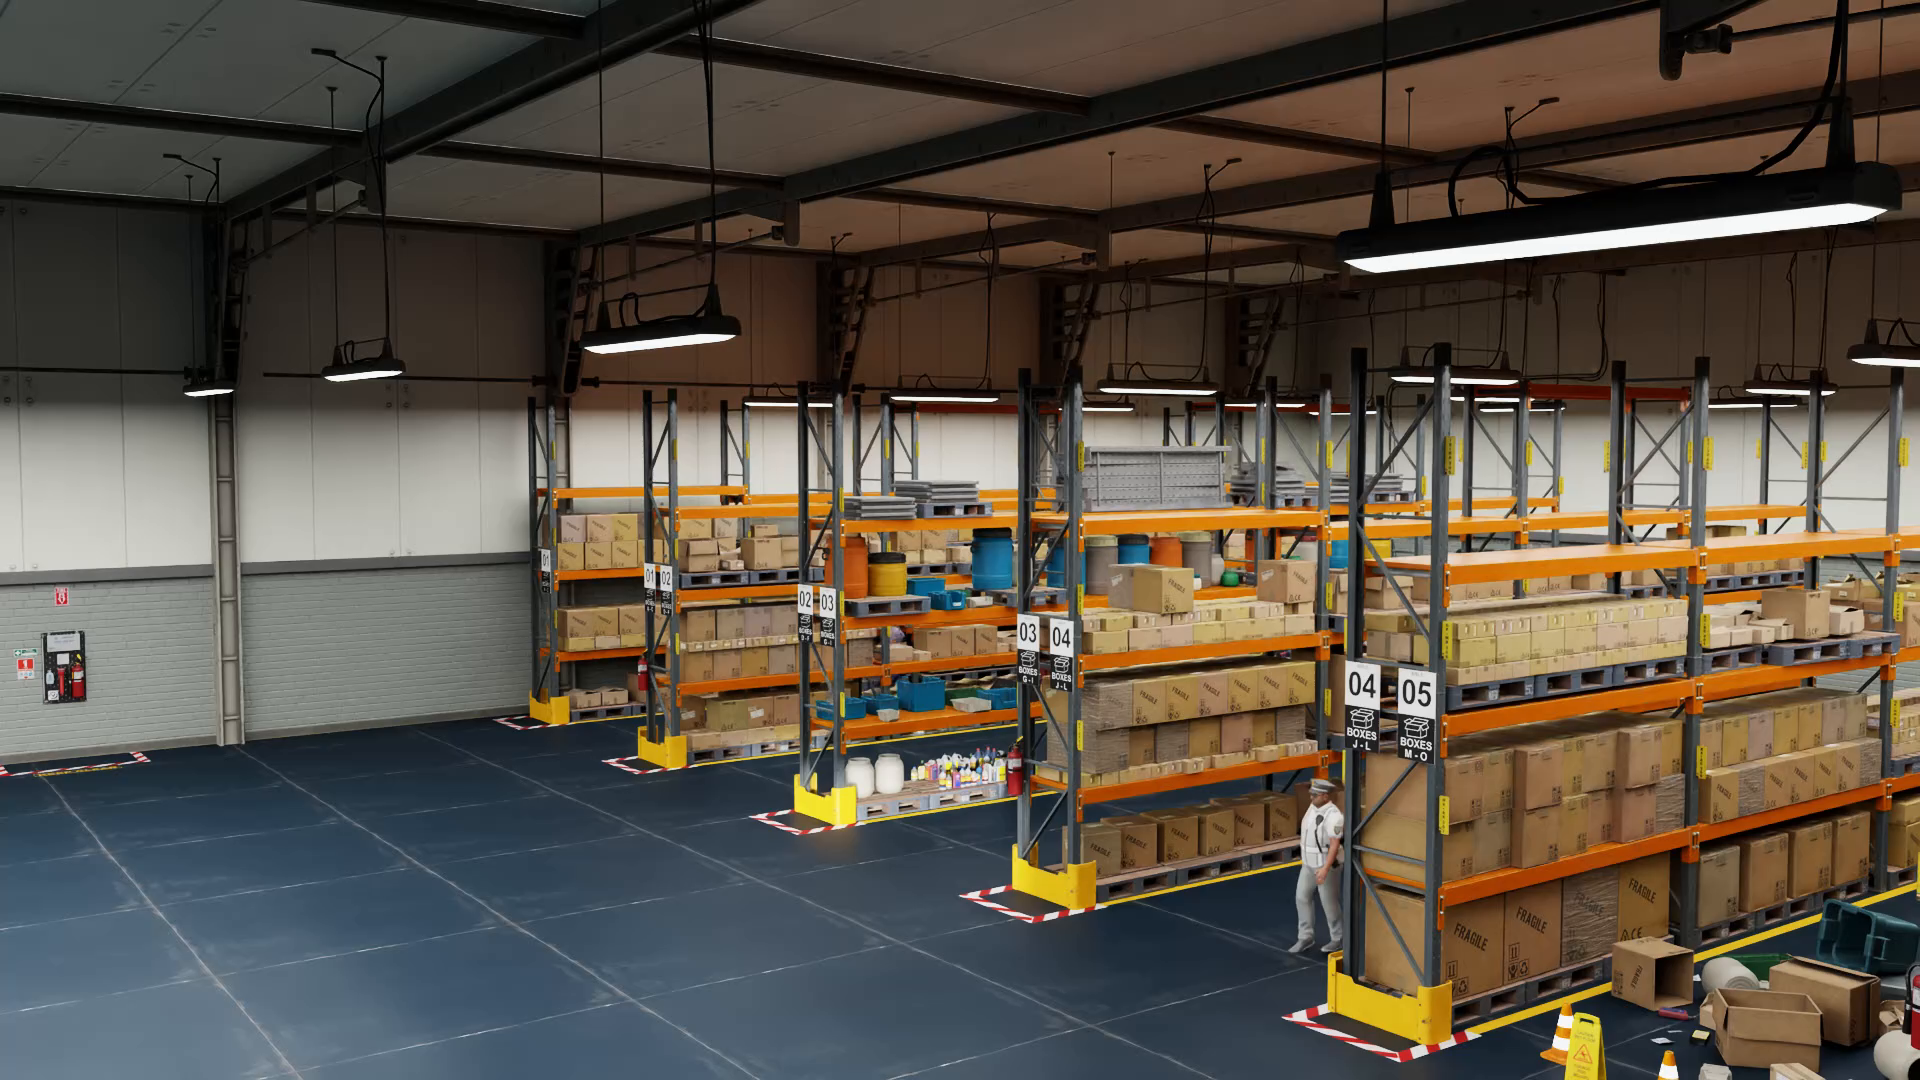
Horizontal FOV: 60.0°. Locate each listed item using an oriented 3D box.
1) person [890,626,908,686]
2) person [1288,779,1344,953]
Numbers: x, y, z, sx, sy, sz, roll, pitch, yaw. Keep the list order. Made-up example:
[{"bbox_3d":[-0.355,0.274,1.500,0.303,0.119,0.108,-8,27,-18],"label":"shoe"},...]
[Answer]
[{"bbox_3d":[-1.297,2.238,33.661,0.513,1.489,0.530,-1,4,-19],"label":"person"},{"bbox_3d":[3.638,3.323,16.815,0.581,1.802,0.580,-1,4,-22],"label":"person"}]
